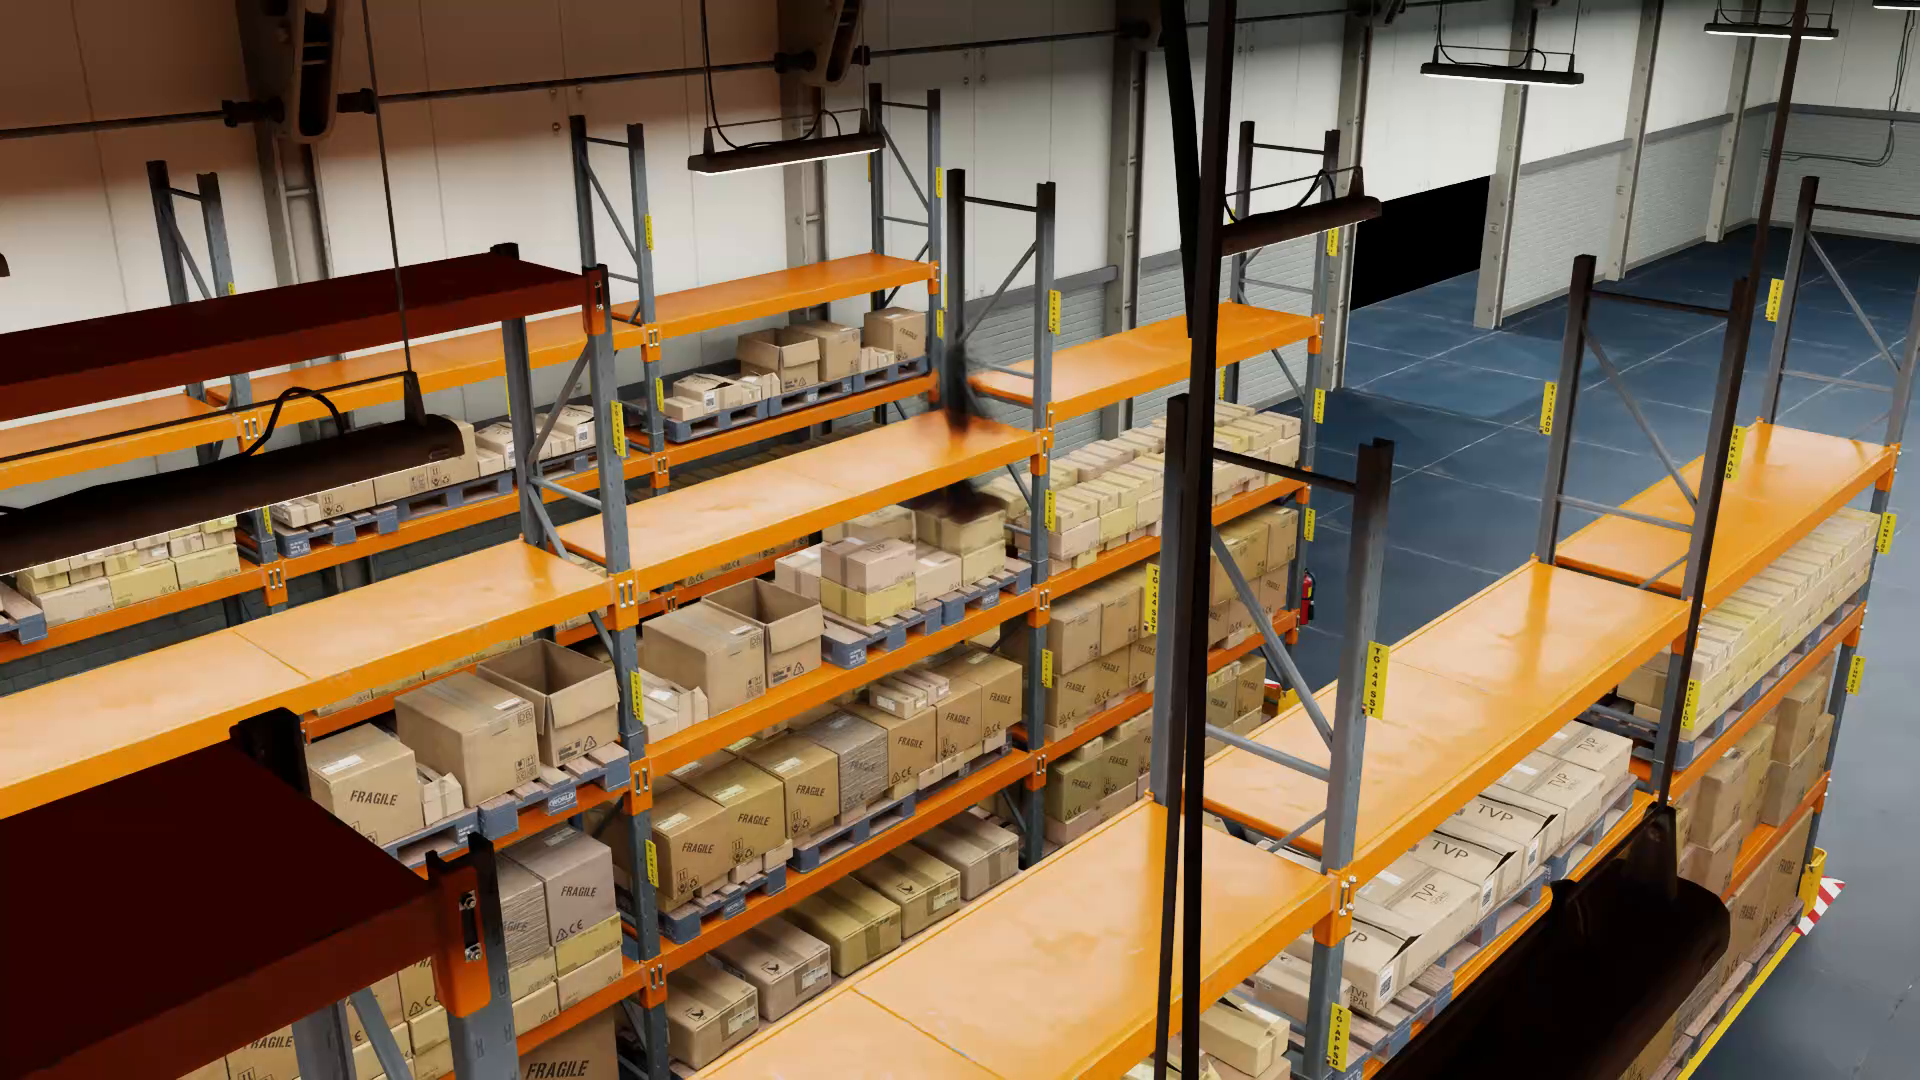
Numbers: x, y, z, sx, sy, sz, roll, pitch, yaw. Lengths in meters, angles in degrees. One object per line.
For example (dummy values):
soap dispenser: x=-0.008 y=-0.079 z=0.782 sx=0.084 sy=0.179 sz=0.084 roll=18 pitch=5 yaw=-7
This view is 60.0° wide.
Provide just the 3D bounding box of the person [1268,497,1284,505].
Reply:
person: x=4.021 y=-0.640 z=21.566 sx=0.628 sy=1.611 sz=0.945 roll=5 pitch=22 yaw=13
